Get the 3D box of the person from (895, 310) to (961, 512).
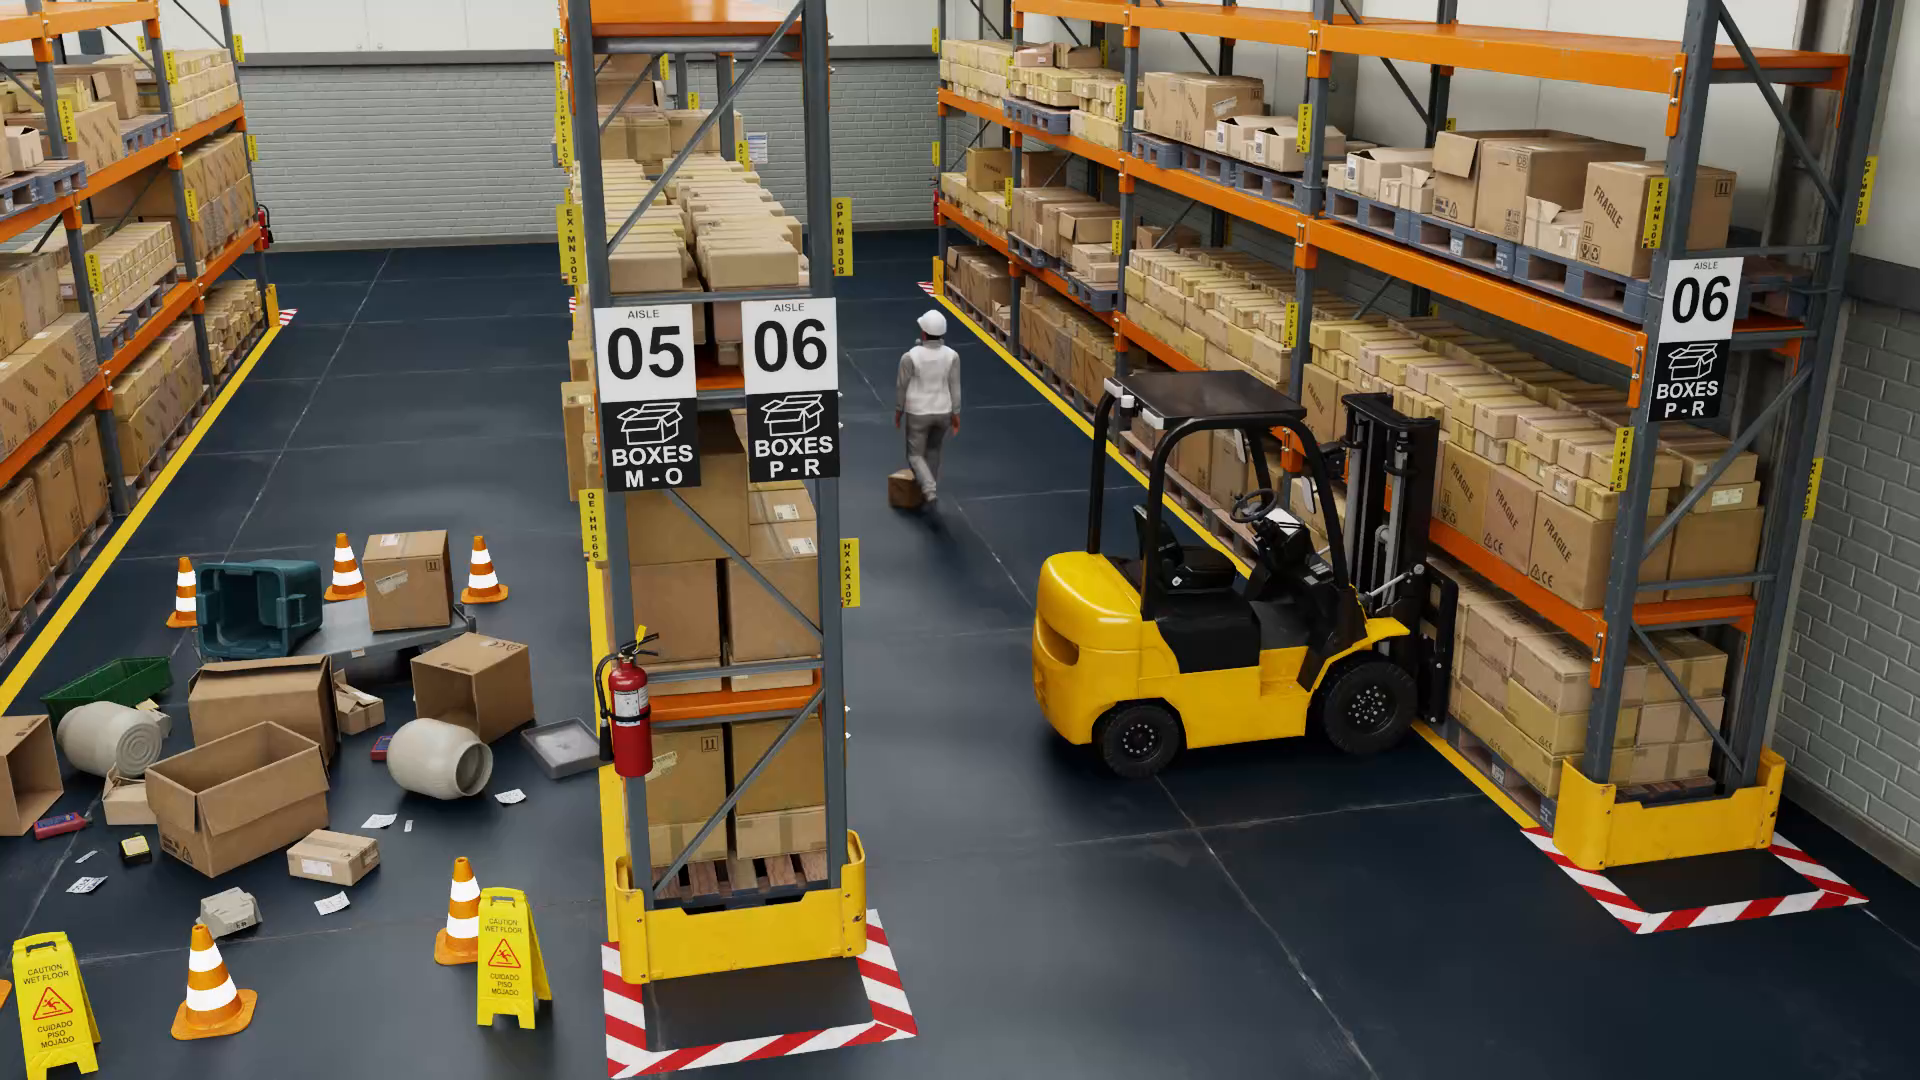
[{"bbox_3d":[-0.273,-1.095,14.127,0.543,1.737,0.900,-7,20,-18],"label":"person"}]
